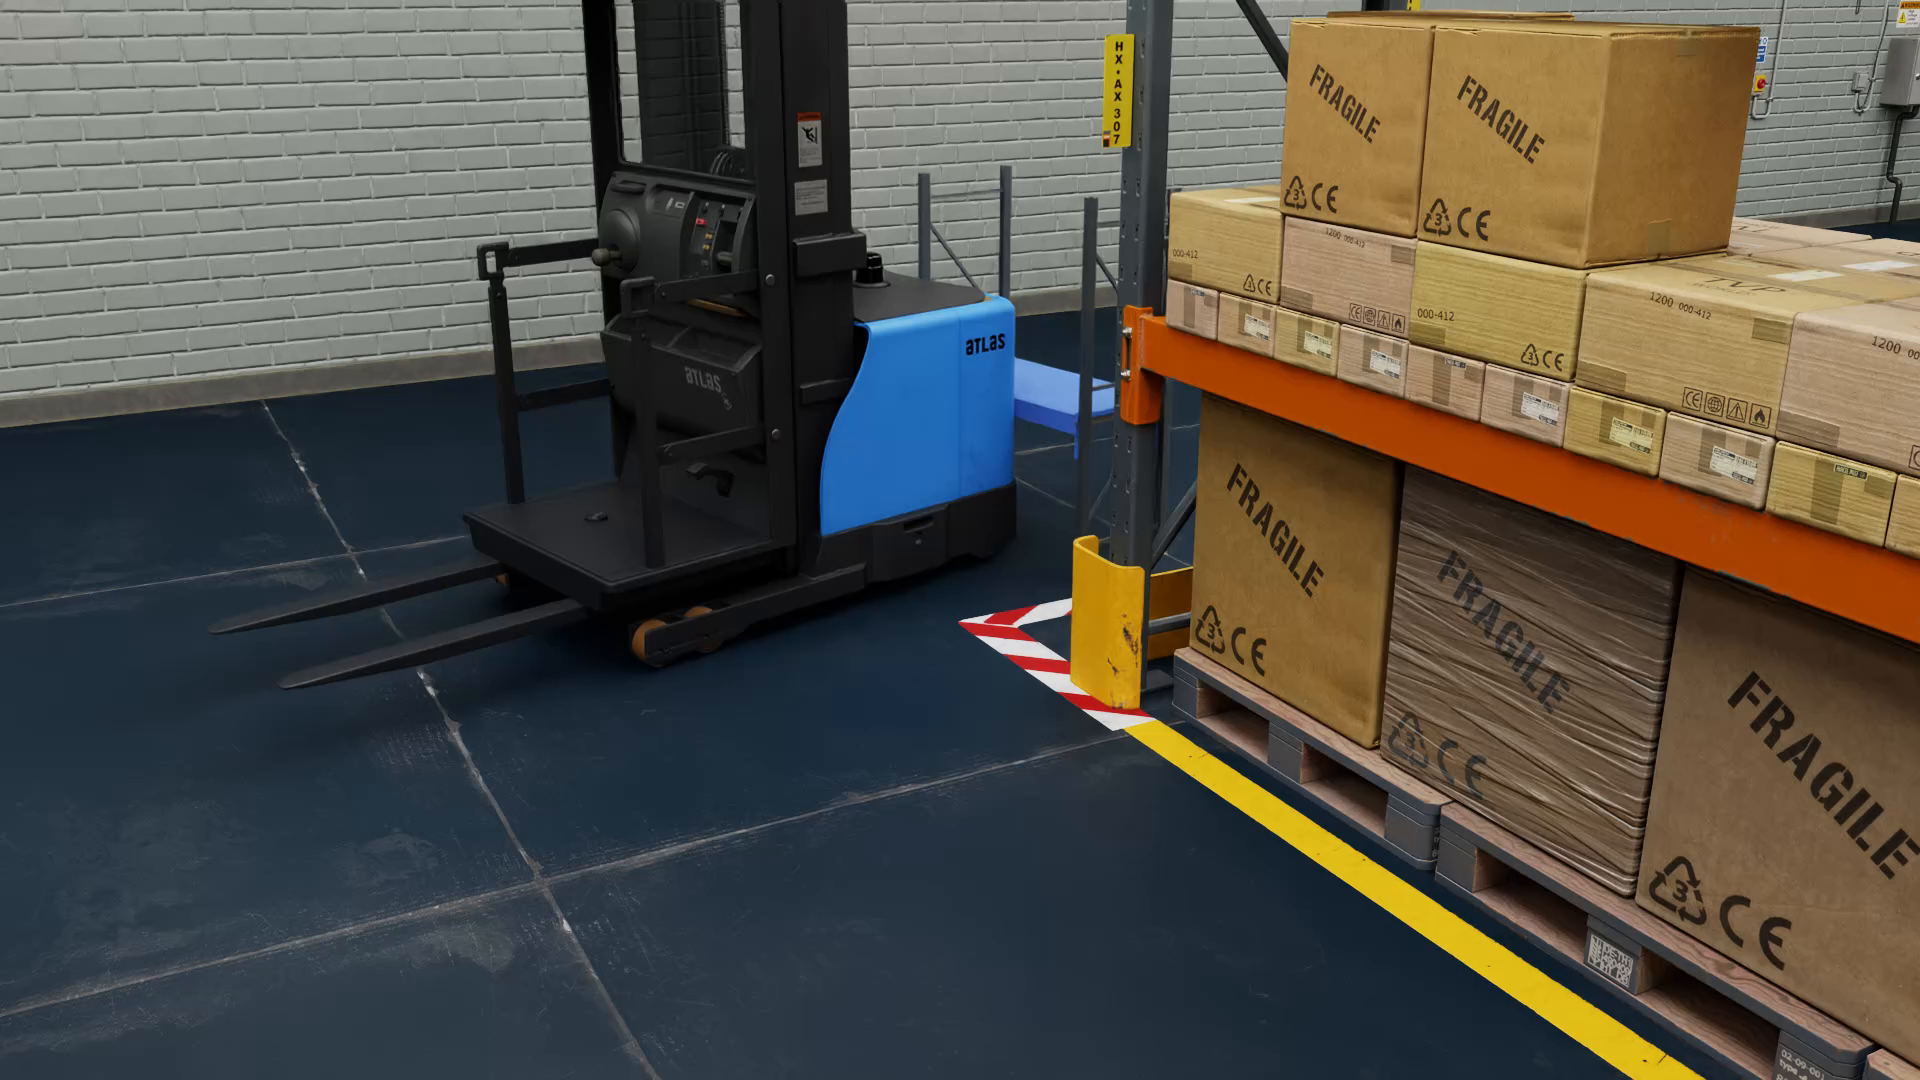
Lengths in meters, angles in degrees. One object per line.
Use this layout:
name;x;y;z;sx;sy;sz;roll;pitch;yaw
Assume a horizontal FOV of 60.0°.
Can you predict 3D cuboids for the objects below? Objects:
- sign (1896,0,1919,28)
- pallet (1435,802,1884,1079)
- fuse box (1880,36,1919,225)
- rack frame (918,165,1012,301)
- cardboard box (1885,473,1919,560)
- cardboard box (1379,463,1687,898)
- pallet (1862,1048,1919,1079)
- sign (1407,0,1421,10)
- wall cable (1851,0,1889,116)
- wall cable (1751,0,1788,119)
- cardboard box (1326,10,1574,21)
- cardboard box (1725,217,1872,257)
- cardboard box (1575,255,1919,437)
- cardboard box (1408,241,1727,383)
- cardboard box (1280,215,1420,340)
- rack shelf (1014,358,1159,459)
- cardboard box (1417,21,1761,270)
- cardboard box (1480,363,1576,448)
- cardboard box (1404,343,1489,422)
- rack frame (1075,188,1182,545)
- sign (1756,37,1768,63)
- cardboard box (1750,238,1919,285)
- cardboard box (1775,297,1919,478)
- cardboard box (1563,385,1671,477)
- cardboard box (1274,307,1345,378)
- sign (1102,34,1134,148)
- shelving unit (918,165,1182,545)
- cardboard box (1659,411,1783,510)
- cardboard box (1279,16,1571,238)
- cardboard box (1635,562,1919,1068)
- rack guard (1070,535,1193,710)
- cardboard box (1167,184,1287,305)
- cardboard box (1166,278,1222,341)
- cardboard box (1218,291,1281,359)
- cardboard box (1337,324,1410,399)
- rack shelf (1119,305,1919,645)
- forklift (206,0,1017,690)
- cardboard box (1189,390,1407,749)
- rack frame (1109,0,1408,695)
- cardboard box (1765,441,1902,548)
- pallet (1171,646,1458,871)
sign;8.758;-4.855;15.336;0.339;0.242;0.001;-10;21;-27
pallet;1.988;0.906;4.184;1.003;0.211;1.213;-10;21;-27
fuse box;8.905;-3.804;15.533;0.539;1.711;0.414;-10;21;-27
rack frame;0.023;-0.884;7.393;0.500;1.500;0.032;-15;24;-37
cardboard box;1.941;-0.045;3.048;0.380;0.149;0.250;-10;21;-26
cardboard box;1.771;0.259;4.397;0.875;0.875;0.875;-10;21;-27
pallet;2.571;1.256;3.167;1.003;0.211;1.213;-10;21;-27
sign;1.448;-1.719;5.377;0.100;0.325;0.005;-10;21;-27
wall cable;8.230;-4.833;14.982;0.588;1.984;0.122;-10;21;-27
wall cable;6.987;-4.625;14.331;0.585;1.953;0.123;-10;21;-27
cardboard box;1.427;-1.305;4.939;0.500;0.500;0.500;-10;21;-26
cardboard box;1.910;-0.660;4.219;0.500;0.250;0.500;-11;22;-28
cardboard box;1.695;-0.428;3.547;0.500;0.250;0.500;-10;22;-28
cardboard box;1.442;-0.577;3.979;0.500;0.250;0.500;-11;22;-28
cardboard box;1.207;-0.722;4.399;0.500;0.250;0.500;-10;22;-27
rack shelf;0.345;-0.586;7.080;0.538;0.185;1.000;-15;24;-37
cardboard box;1.443;-0.933;3.861;0.500;0.500;0.500;-11;22;-28
cardboard box;1.455;-0.339;3.902;0.380;0.149;0.250;-10;22;-27
cardboard box;1.332;-0.413;4.116;0.380;0.149;0.250;-10;22;-28
rack frame;0.669;-0.628;6.650;0.500;1.500;0.032;-15;24;-37
sign;6.916;-4.268;14.487;0.327;0.218;0.001;-10;21;-27
cardboard box;2.161;-0.511;3.787;0.500;0.250;0.500;-10;21;-27
cardboard box;1.932;-0.282;3.124;0.500;0.250;0.500;-10;21;-26
cardboard box;1.574;-0.267;3.691;0.380;0.149;0.250;-11;22;-28
cardboard box;1.087;-0.561;4.544;0.380;0.149;0.250;-11;22;-28
sign;0.473;-1.342;4.974;0.100;0.325;0.005;-10;21;-27
shelving unit;0.346;-0.756;7.021;0.538;1.500;1.048;-15;24;-37
cardboard box;1.700;-0.192;3.474;0.380;0.149;0.250;-10;21;-26
cardboard box;1.192;-1.081;4.290;0.500;0.500;0.500;-11;22;-28
cardboard box;2.193;0.514;3.657;0.875;0.875;0.875;-10;21;-27
rack guard;0.953;0.195;5.800;1.175;0.500;0.348;-10;21;-27
cardboard box;0.954;-0.870;4.828;0.500;0.250;0.500;-11;22;-28
cardboard box;0.842;-0.708;4.970;0.380;0.149;0.250;-10;21;-26
cardboard box;0.965;-0.635;4.757;0.380;0.149;0.250;-10;22;-27
cardboard box;1.212;-0.487;4.328;0.380;0.149;0.250;-10;22;-27
rack shelf;1.914;-0.066;3.826;1.077;0.370;4.000;-10;21;-27
forklift;-1.192;-1.129;5.911;3.031;2.935;1.130;-17;25;-40
cardboard box;1.338;-0.003;5.154;0.875;0.875;0.875;-10;21;-27
rack frame;0.964;-0.980;5.373;1.000;3.000;0.127;-10;21;-27
cardboard box;1.820;-0.119;3.261;0.380;0.149;0.250;-10;22;-28
pallet;1.413;0.556;5.197;1.003;0.211;1.213;-10;21;-27
